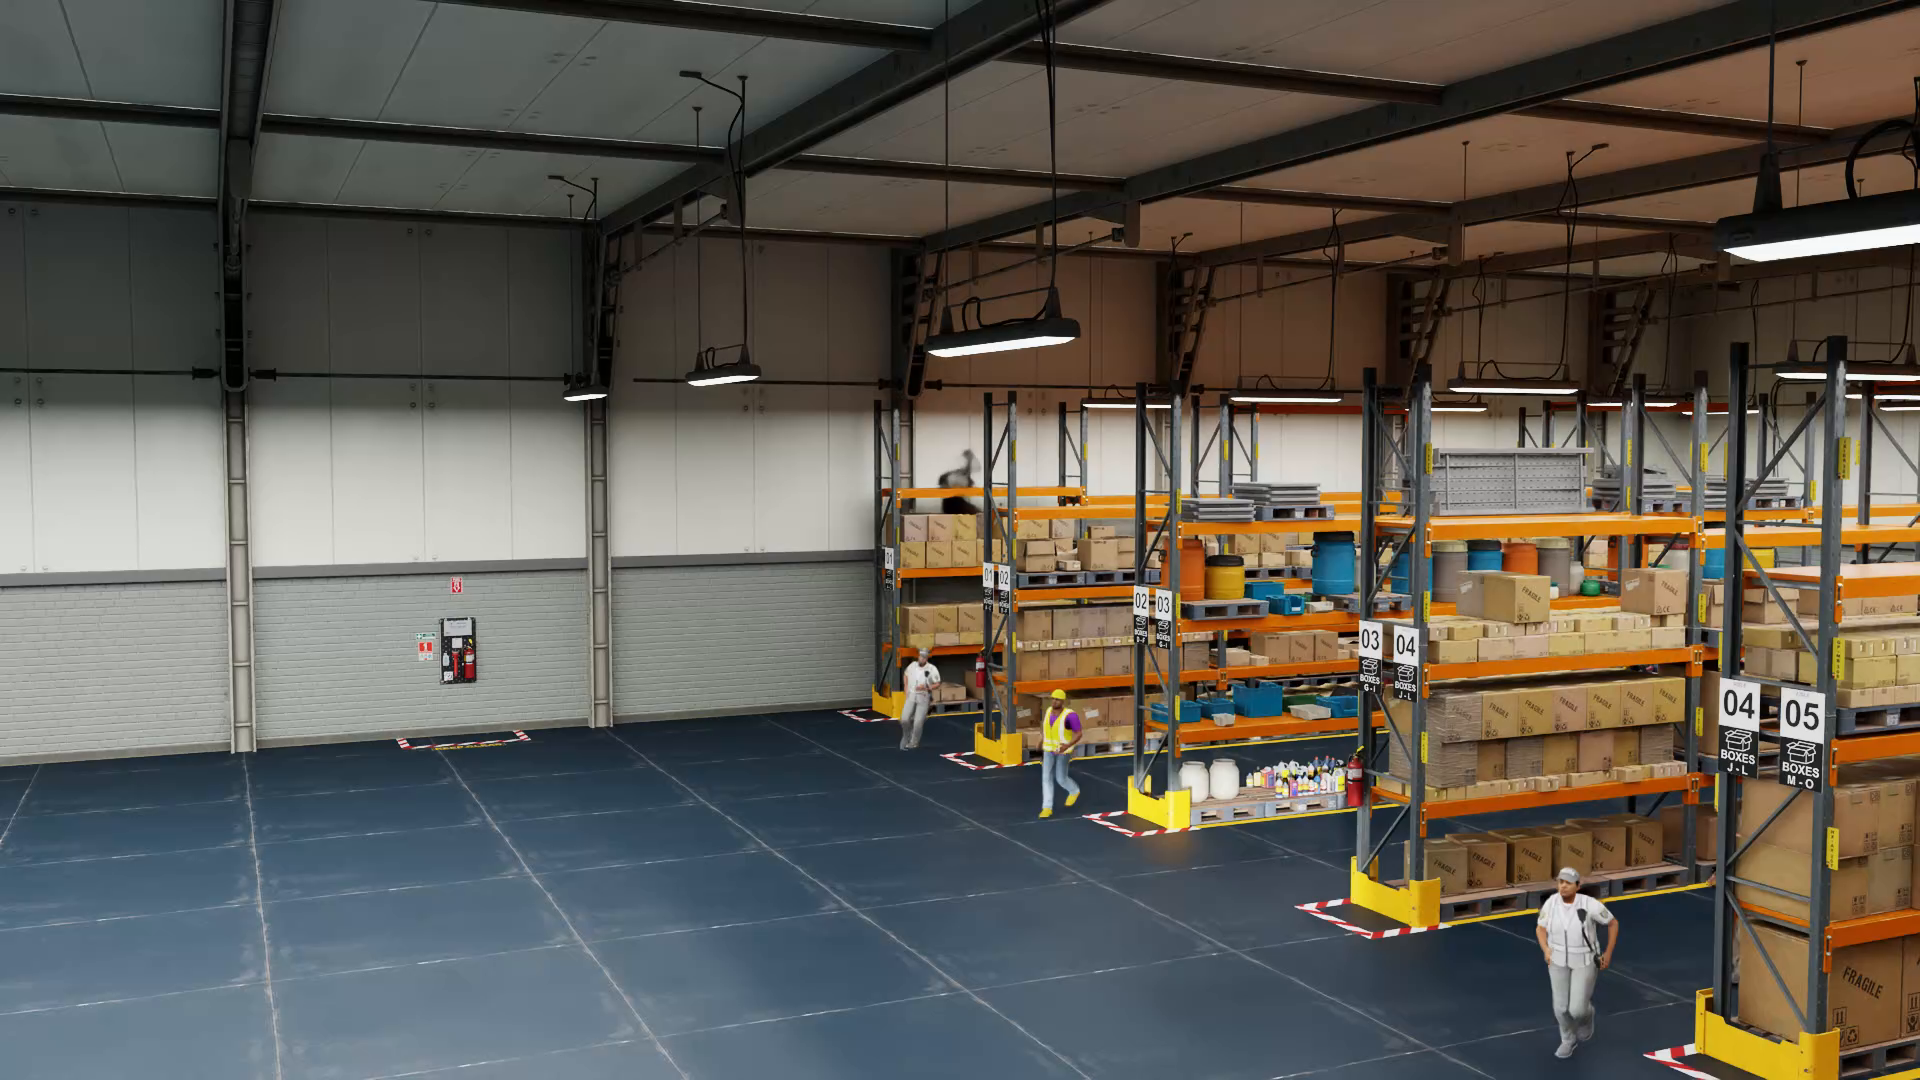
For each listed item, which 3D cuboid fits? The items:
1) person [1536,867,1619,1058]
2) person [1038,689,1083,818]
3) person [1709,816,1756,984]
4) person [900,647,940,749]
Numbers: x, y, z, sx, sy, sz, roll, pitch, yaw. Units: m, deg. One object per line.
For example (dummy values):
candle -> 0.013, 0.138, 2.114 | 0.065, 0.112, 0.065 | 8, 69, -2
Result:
person -> 5.121, 3.552, 13.905 | 0.624, 1.629, 0.601 | 3, 4, 37
person -> 1.389, 2.940, 23.137 | 0.705, 1.759, 0.917 | 2, 4, 33
person -> 7.516, 3.397, 15.892 | 0.584, 1.674, 0.660 | -2, 4, -25
person -> -0.669, 2.608, 27.353 | 0.698, 1.719, 0.605 | 1, 3, 14
